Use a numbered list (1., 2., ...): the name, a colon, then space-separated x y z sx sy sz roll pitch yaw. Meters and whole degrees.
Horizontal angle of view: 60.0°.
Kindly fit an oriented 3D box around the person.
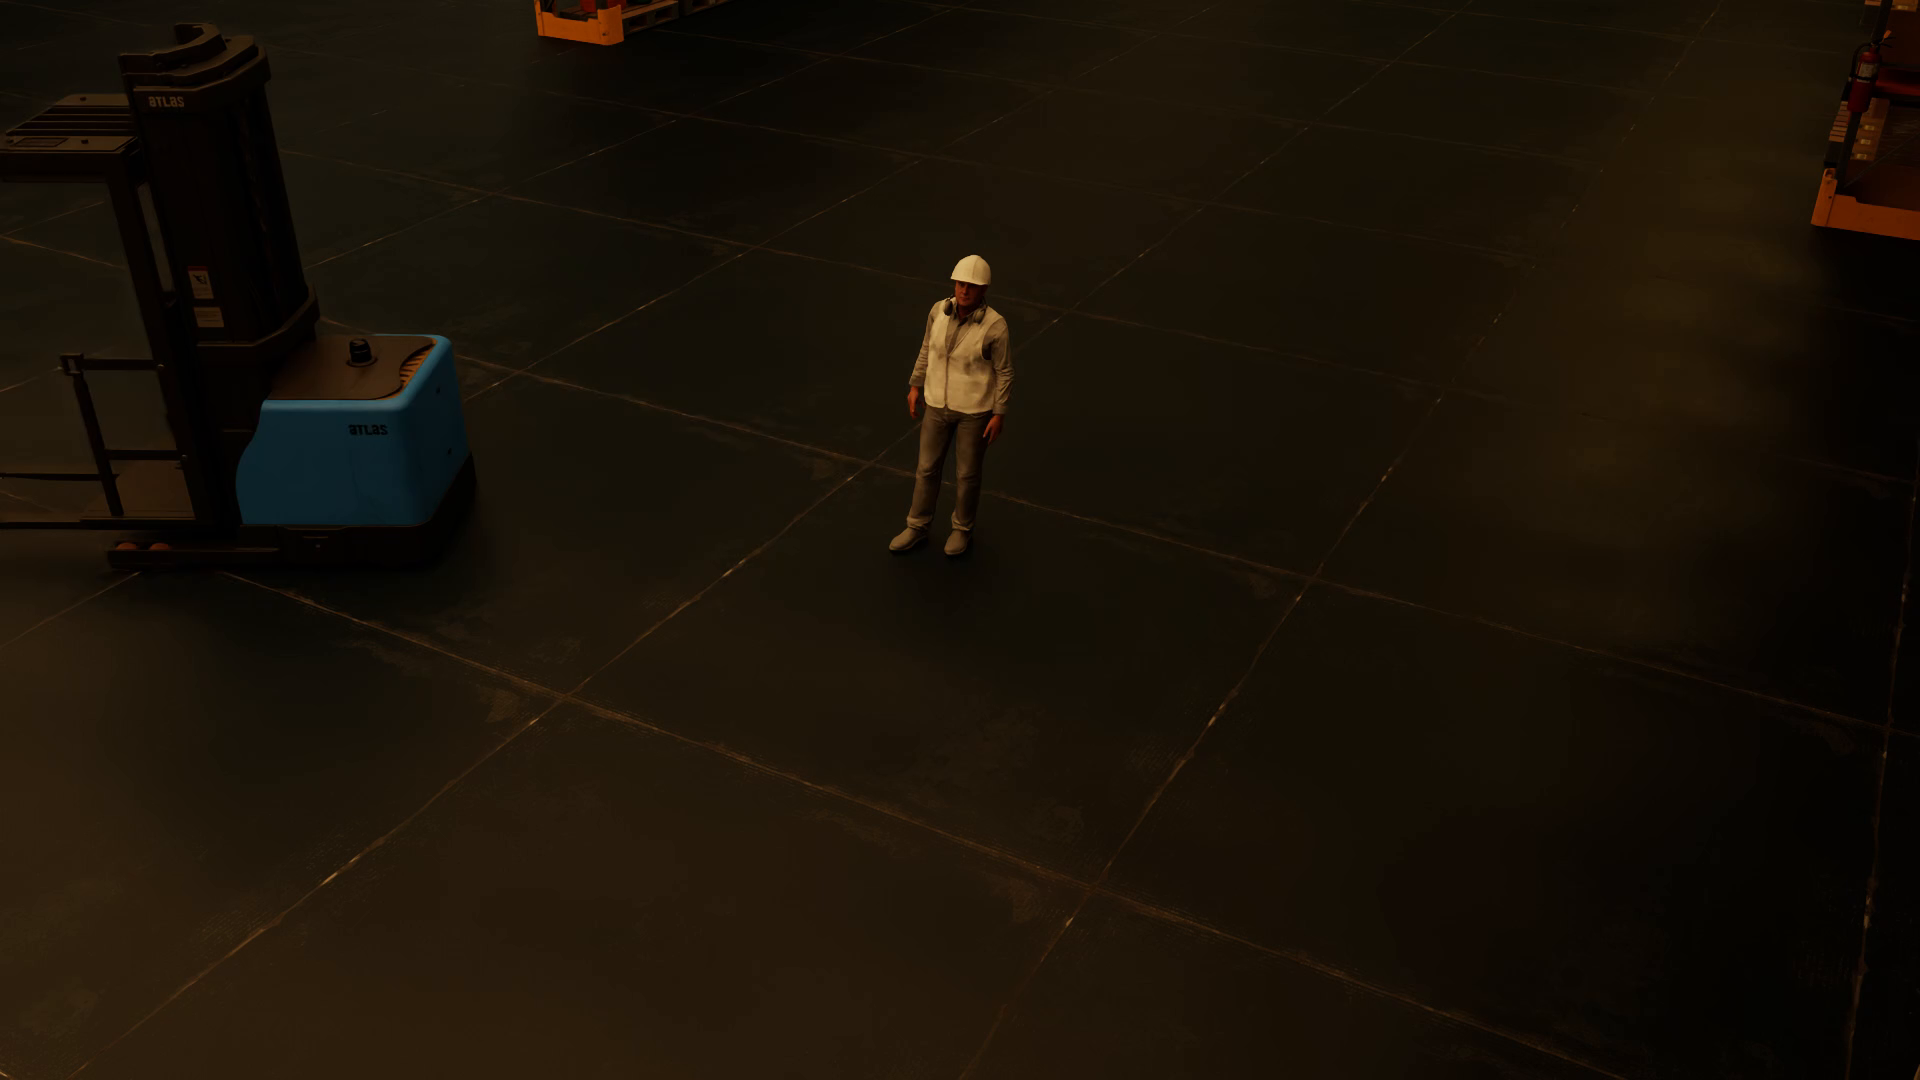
1. person: -0.037 -0.750 9.512 0.632 1.773 0.568 15 33 25

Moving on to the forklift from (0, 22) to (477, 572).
1. forklift: -4.558 -1.348 9.406 3.031 2.935 1.130 0 30 1
